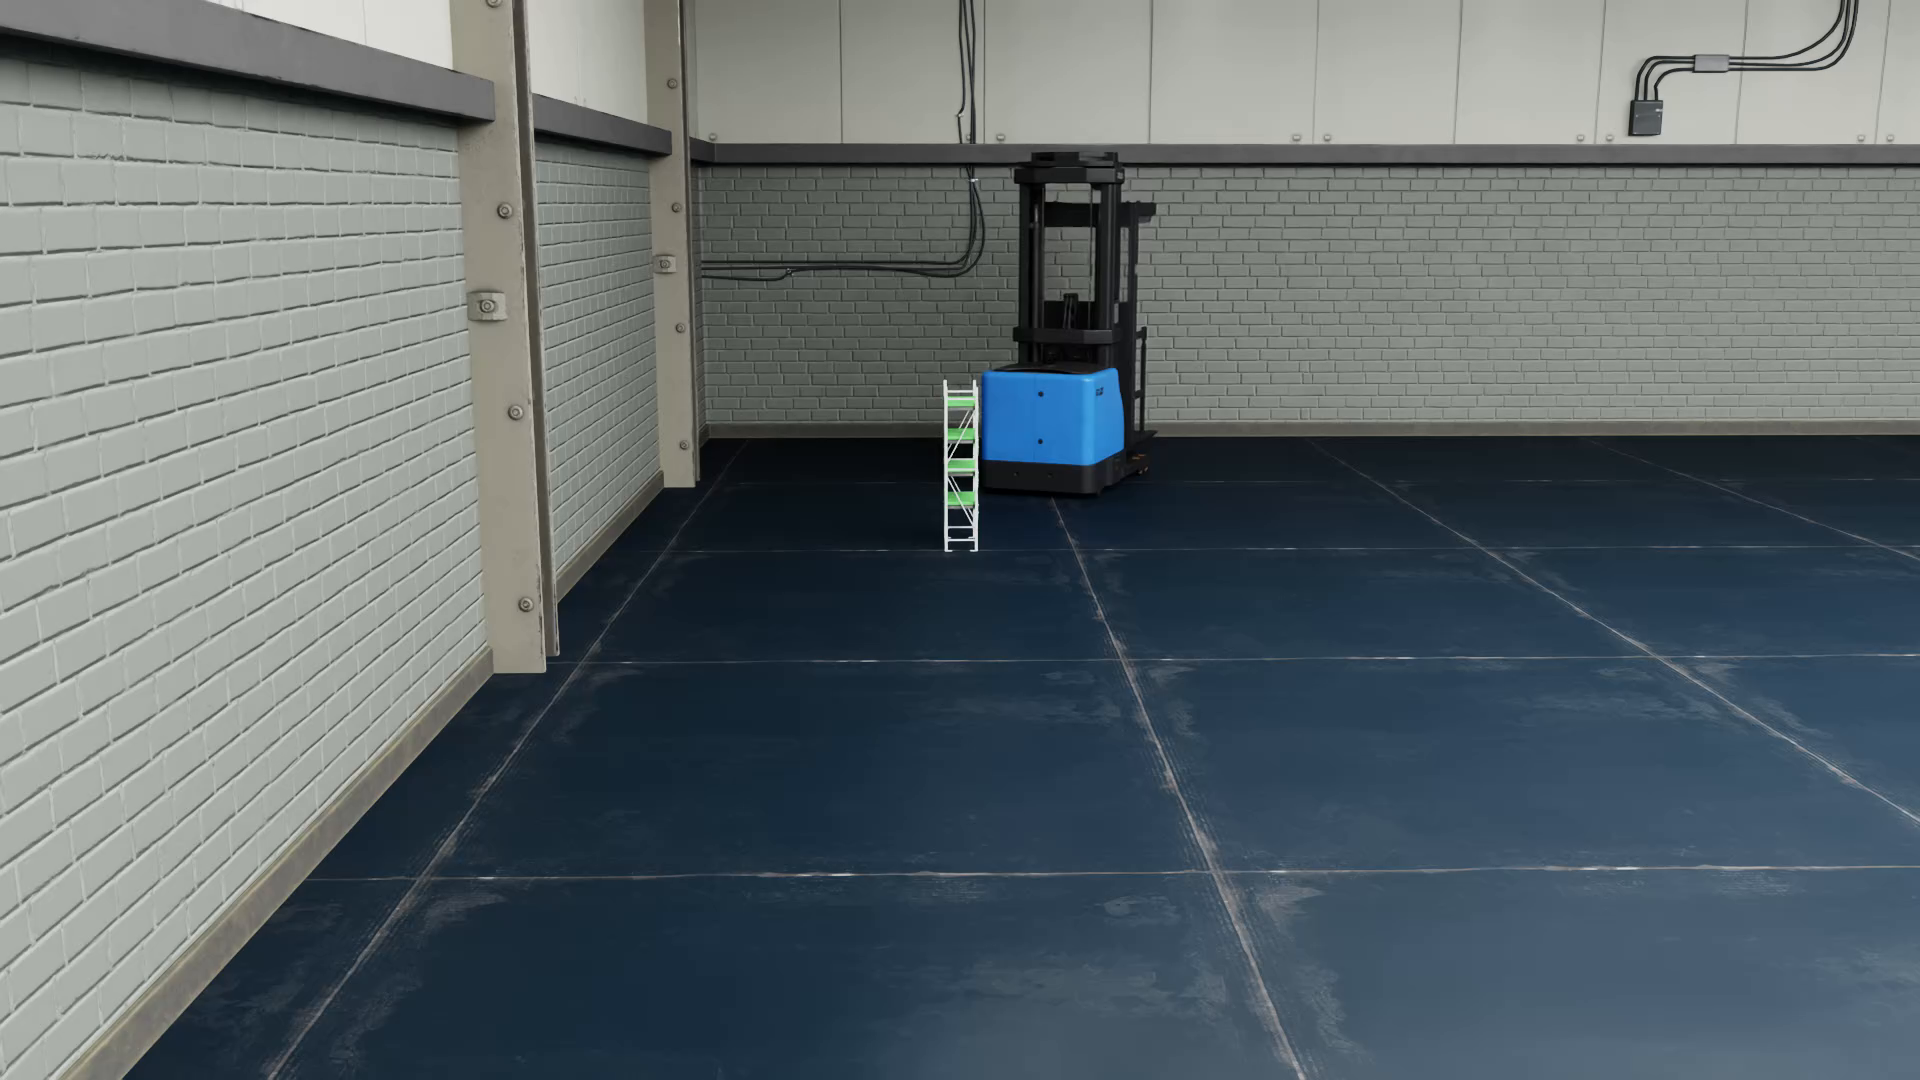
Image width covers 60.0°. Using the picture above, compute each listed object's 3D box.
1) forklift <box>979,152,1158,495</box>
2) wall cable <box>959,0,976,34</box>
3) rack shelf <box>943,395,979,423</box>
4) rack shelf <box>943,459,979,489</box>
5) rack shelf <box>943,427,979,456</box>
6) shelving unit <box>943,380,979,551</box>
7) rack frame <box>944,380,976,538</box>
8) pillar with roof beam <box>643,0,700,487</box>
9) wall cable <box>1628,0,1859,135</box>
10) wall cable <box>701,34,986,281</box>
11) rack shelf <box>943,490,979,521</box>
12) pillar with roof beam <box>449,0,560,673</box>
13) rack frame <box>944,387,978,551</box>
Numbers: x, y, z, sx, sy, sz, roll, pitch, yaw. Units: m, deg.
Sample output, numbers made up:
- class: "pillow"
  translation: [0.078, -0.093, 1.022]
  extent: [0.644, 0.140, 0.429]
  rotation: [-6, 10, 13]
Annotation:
- class: "forklift"
  translation: [1.161, -2.073, 15.405]
  extent: [1.130, 2.935, 3.031]
  rotation: [4, 12, 20]
- class: "wall cable"
  translation: [1.430, -6.477, 16.960]
  extent: [3.097, 2.526, 0.112]
  rotation: [0, 11, -1]
- class: "rack shelf"
  translation: [0.003, -0.963, 12.195]
  extent: [0.258, 0.148, 0.480]
  rotation: [0, 11, -1]
- class: "rack shelf"
  translation: [0.003, -0.493, 12.290]
  extent: [0.258, 0.148, 0.480]
  rotation: [0, 11, -1]
- class: "rack shelf"
  translation: [0.003, -0.728, 12.243]
  extent: [0.258, 0.148, 0.480]
  rotation: [0, 11, -1]
- class: "shelving unit"
  translation: [0.003, -0.555, 12.278]
  extent: [0.258, 1.200, 0.503]
  rotation: [0, 11, -1]
- class: "rack frame"
  translation: [-0.002, -0.604, 12.517]
  extent: [0.240, 1.200, 0.015]
  rotation: [0, 11, -1]
- class: "pillar with roof beam"
  translation: [1.768, -4.939, 14.273]
  extent: [9.100, 9.000, 0.400]
  rotation: [0, 11, -1]
- class: "wall cable"
  translation: [8.217, -7.215, 16.938]
  extent: [2.305, 6.003, 0.169]
  rotation: [0, 11, -1]
- class: "wall cable"
  translation: [-1.275, -3.991, 17.408]
  extent: [3.097, 2.526, 0.112]
  rotation: [0, 11, -1]
- class: "rack shelf"
  translation: [0.003, -0.257, 12.338]
  extent: [0.258, 0.148, 0.480]
  rotation: [0, 11, -1]
- class: "pillar with roof beam"
  translation: [1.892, -3.747, 8.394]
  extent: [9.100, 9.000, 0.400]
  rotation: [0, 11, -1]
- class: "rack frame"
  translation: [0.008, -0.507, 12.039]
  extent: [0.240, 1.200, 0.015]
  rotation: [0, 11, -1]
